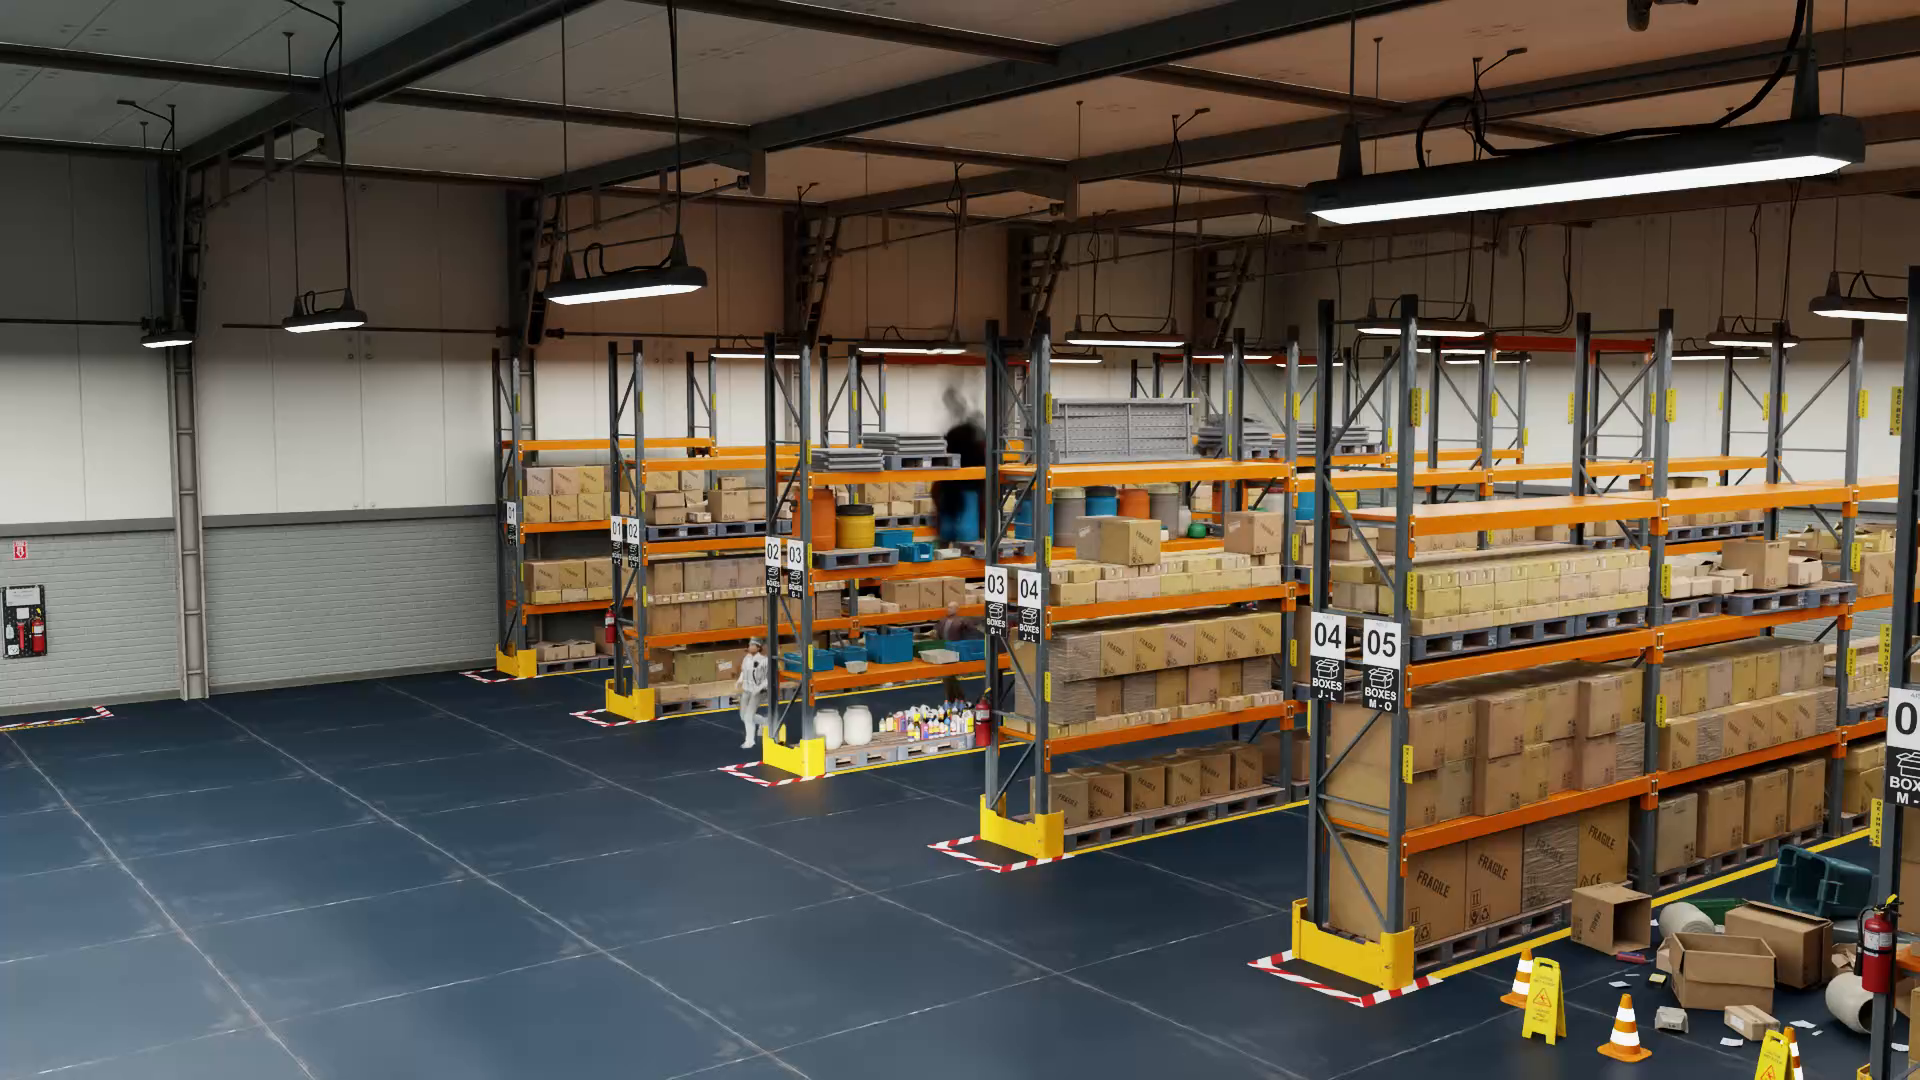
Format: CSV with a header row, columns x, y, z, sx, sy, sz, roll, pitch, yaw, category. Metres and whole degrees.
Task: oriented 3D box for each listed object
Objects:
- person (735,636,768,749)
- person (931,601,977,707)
x,y,z,sx,sy,sz,roll,pitch,yaw,category
-2.953,2.220,24.373,0.642,1.669,0.610,4,6,39,person
-0.140,1.911,27.019,0.685,1.826,0.776,5,7,44,person
